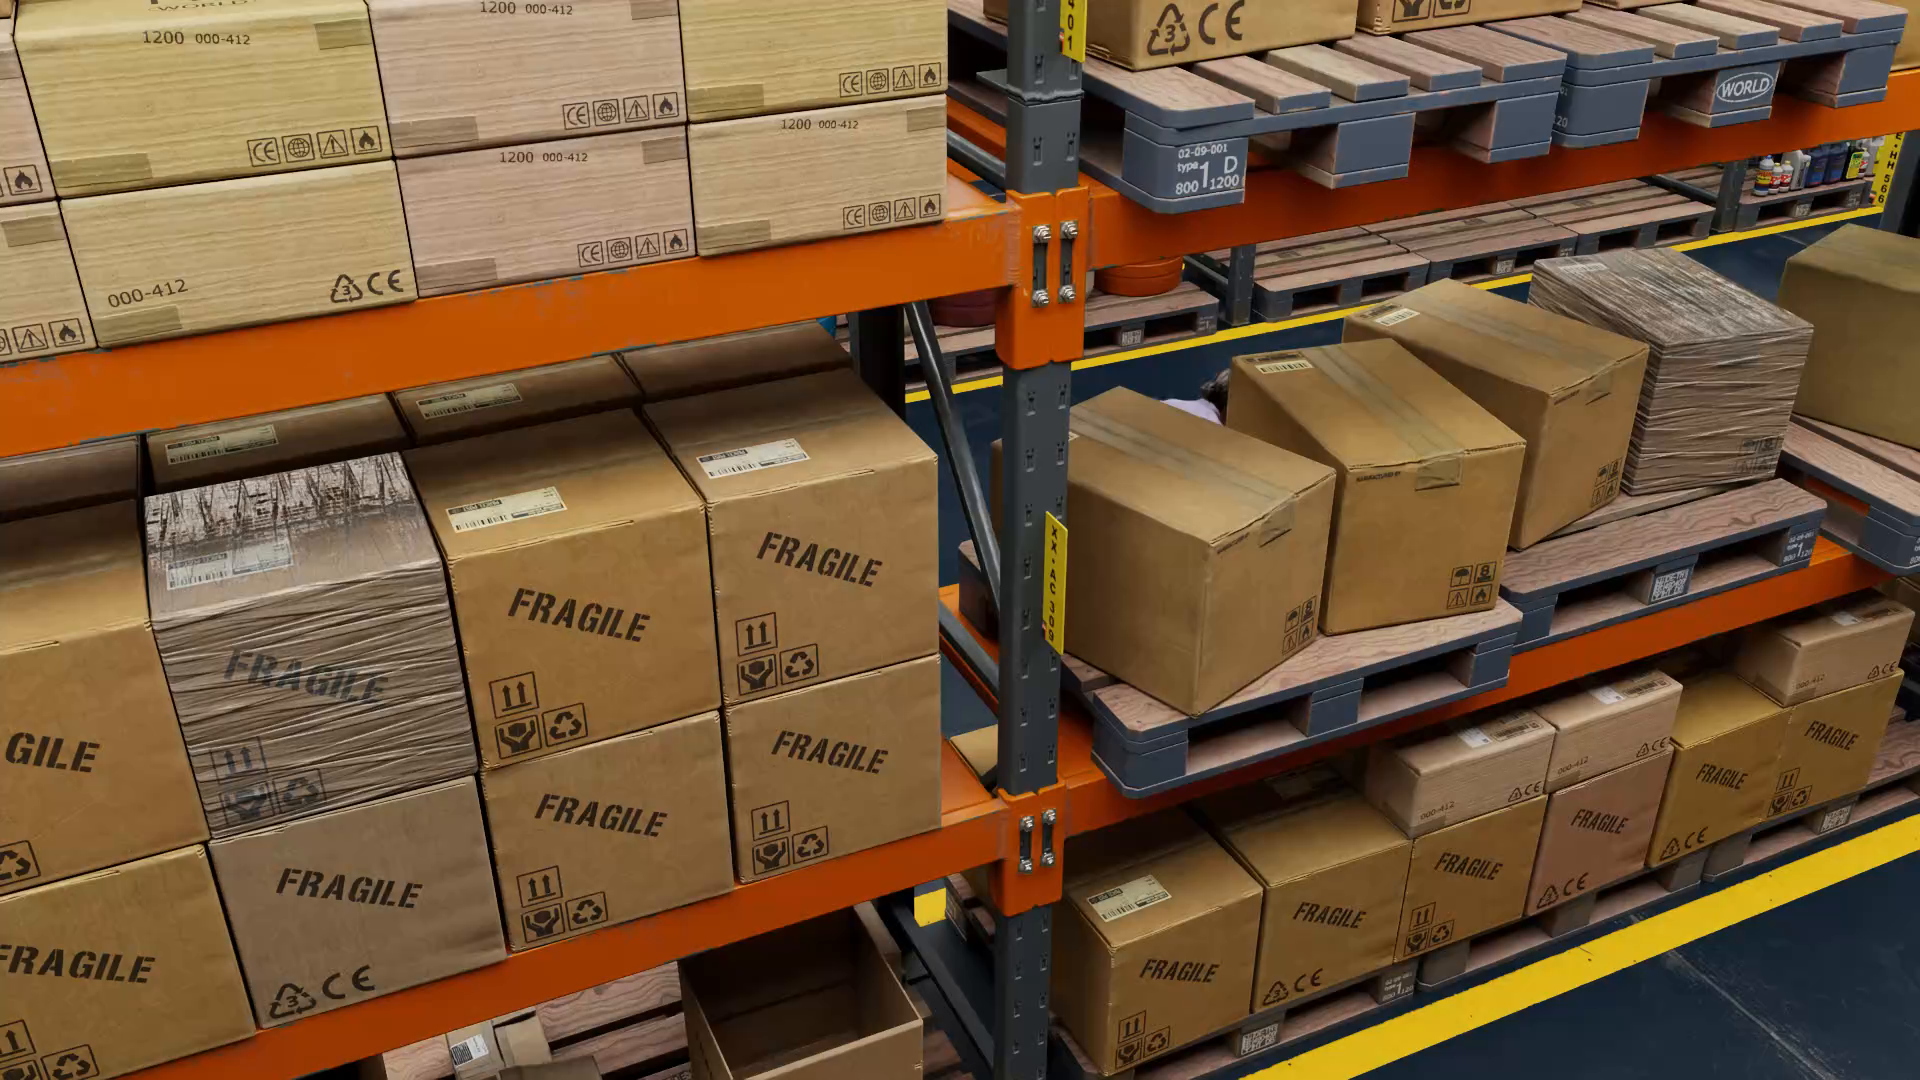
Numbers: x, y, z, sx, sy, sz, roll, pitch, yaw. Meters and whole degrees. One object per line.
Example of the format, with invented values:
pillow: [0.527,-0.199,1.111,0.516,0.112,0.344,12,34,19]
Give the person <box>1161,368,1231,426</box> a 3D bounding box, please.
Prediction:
person: [0.824,-0.054,6.641,0.715,1.258,0.538,-13,32,-22]
